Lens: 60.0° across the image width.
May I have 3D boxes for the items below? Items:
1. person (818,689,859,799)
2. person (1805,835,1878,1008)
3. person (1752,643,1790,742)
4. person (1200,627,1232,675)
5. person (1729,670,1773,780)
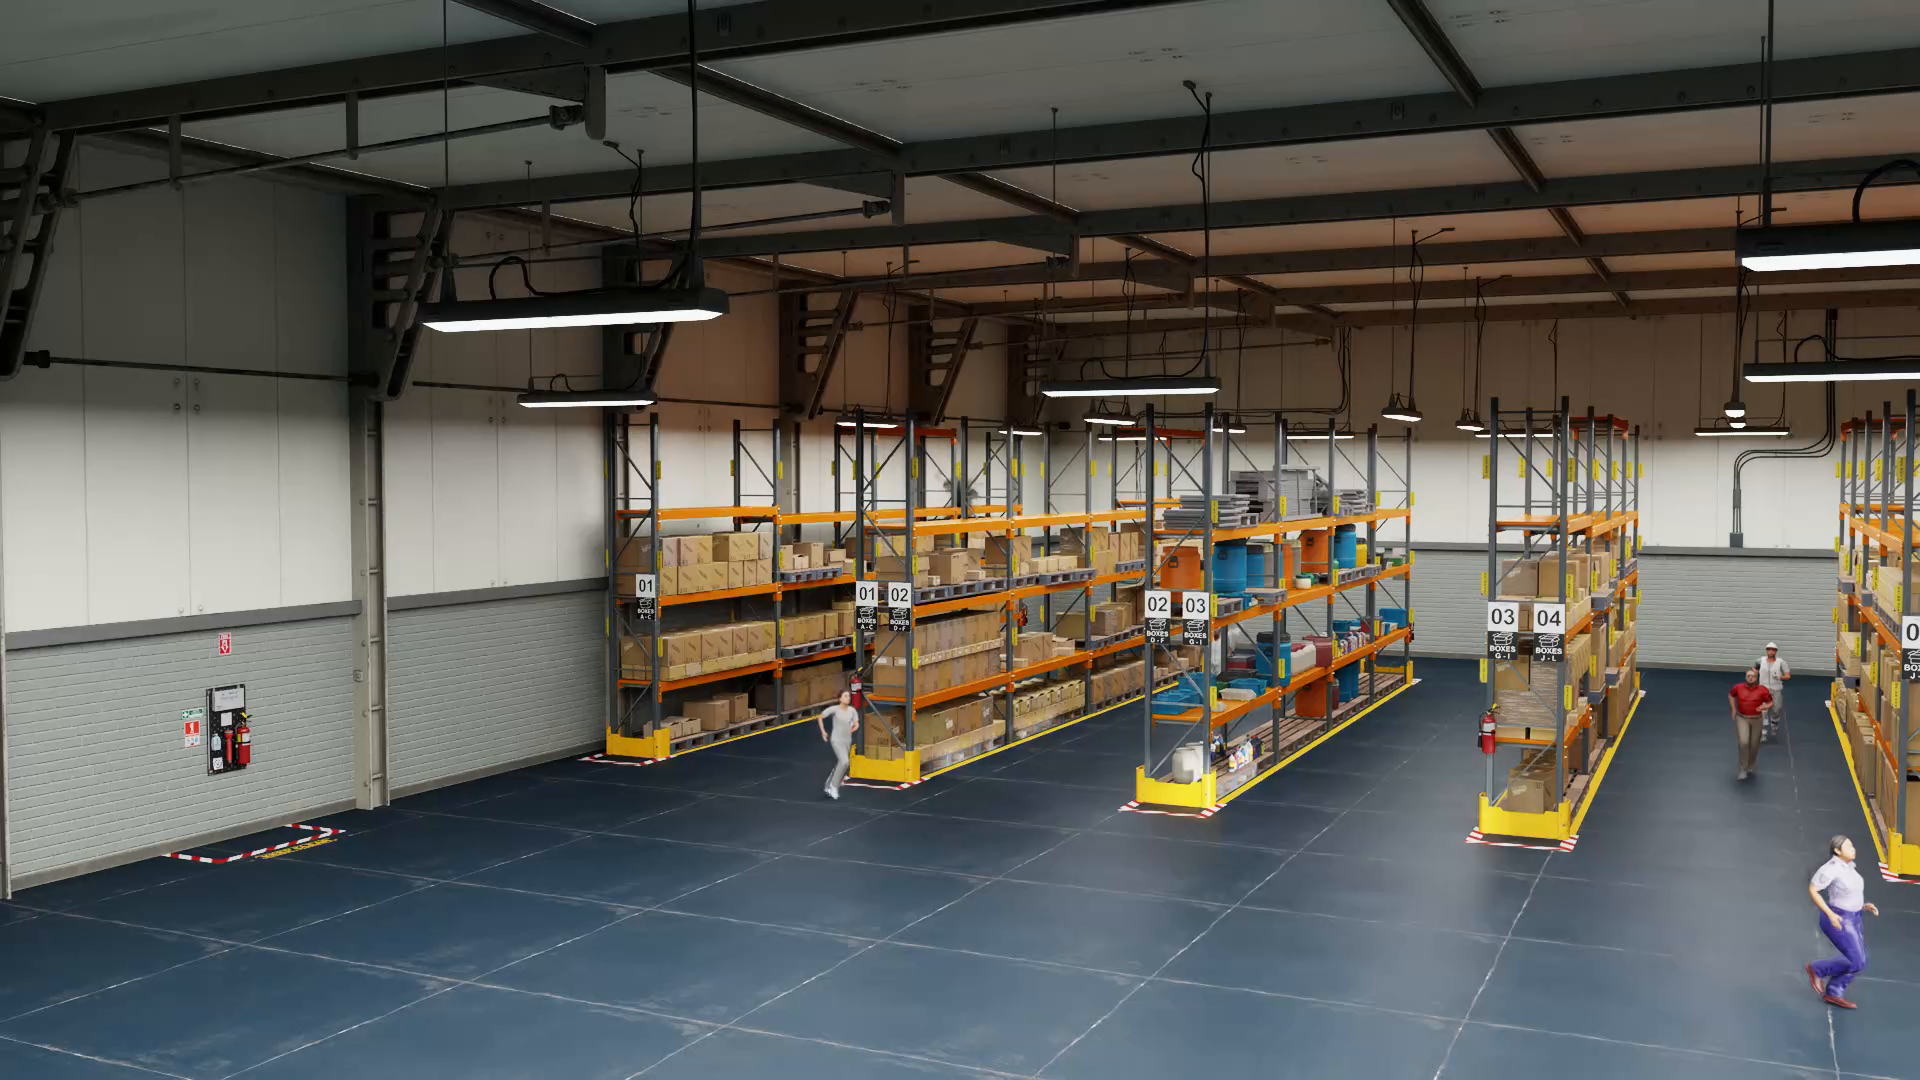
[{"bbox_3d":[-1.813,3.105,25.462,0.562,1.649,0.641,-2,3,-40],"label":"person"},{"bbox_3d":[8.228,3.553,15.490,0.607,1.603,0.547,-2,3,-40],"label":"person"},{"bbox_3d":[14.935,2.783,30.652,0.663,1.791,0.933,1,3,29],"label":"person"},{"bbox_3d":[5.474,2.645,35.528,0.669,1.733,0.695,1,2,13],"label":"person"},{"bbox_3d":[12.930,3.009,27.180,0.645,1.789,0.799,1,3,20],"label":"person"}]
